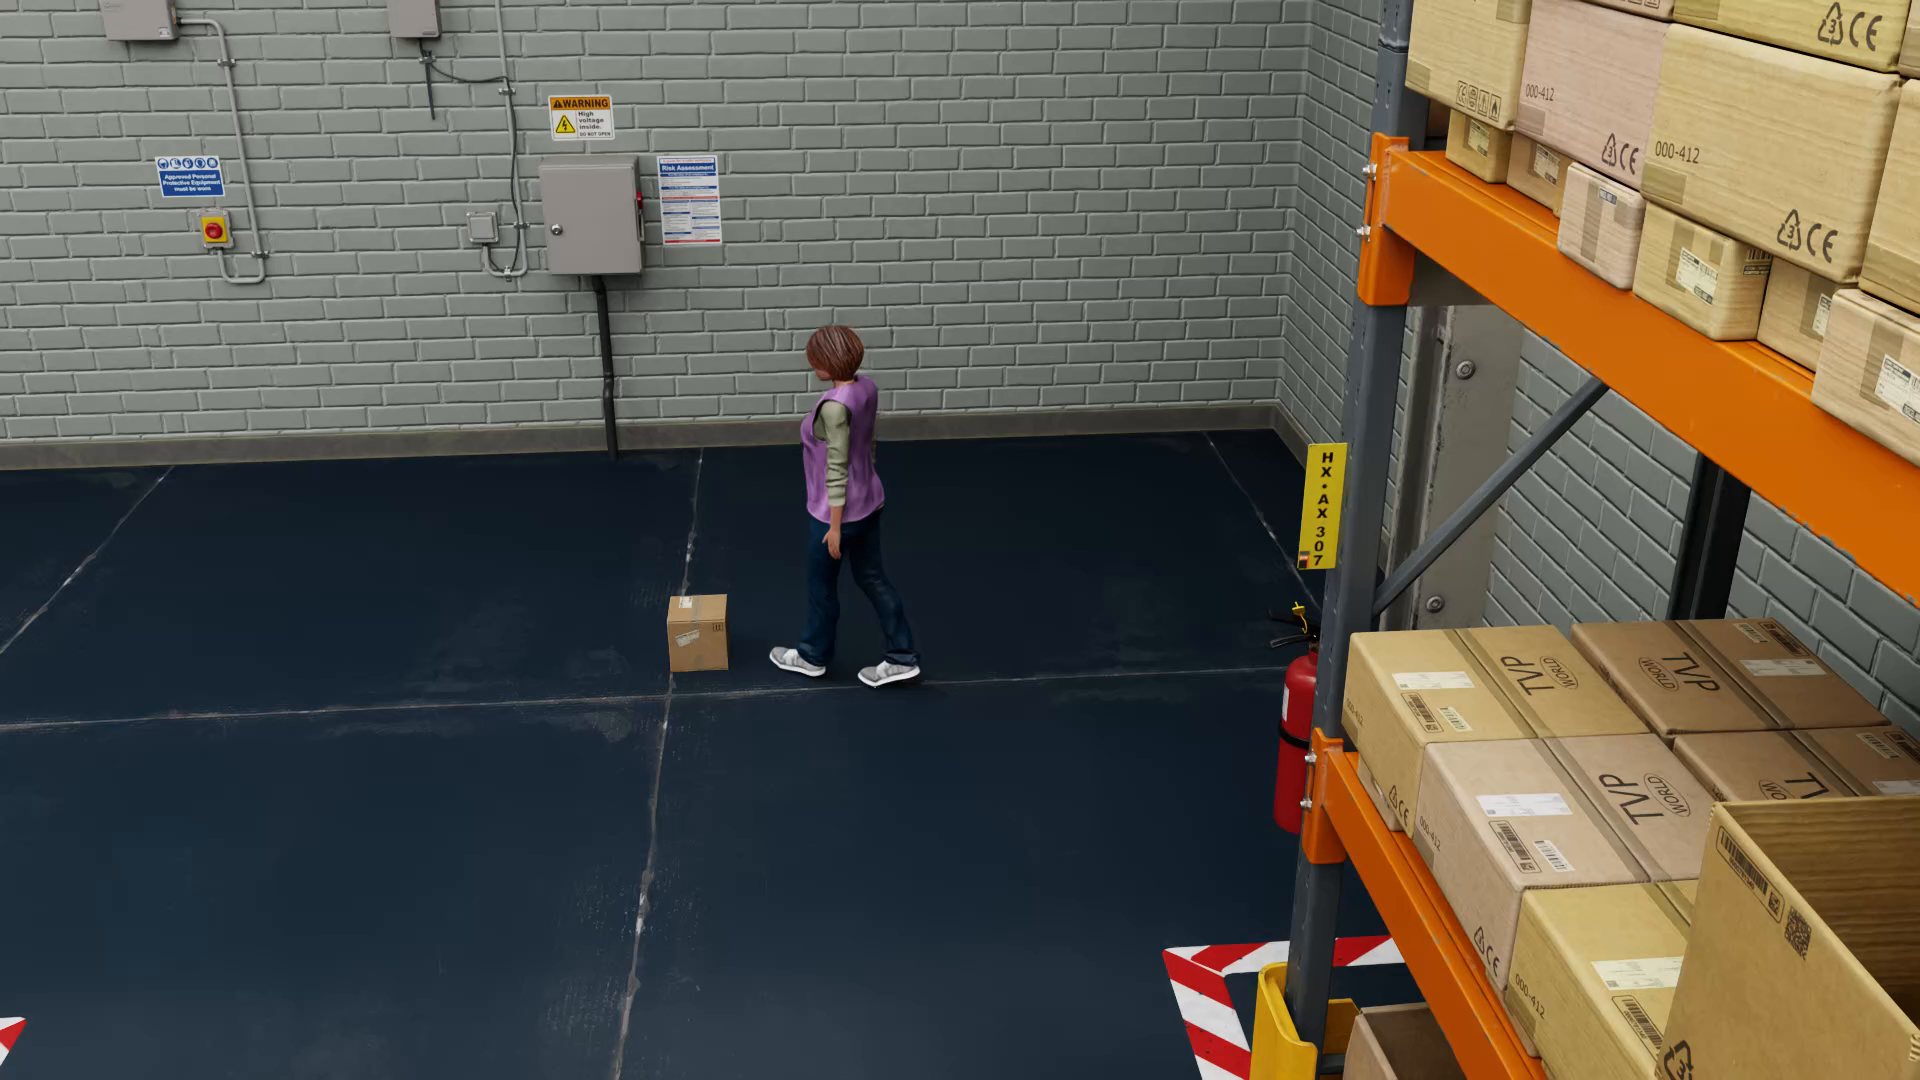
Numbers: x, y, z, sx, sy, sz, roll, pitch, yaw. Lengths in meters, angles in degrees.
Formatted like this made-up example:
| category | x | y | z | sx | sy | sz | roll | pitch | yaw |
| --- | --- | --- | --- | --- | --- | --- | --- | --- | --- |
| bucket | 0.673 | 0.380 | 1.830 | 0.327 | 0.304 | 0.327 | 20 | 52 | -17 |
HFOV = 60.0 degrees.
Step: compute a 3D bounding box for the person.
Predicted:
| category | x | y | z | sx | sy | sz | roll | pitch | yaw |
| --- | --- | --- | --- | --- | --- | --- | --- | --- | --- |
| person | -0.510 | -0.127 | 6.888 | 0.694 | 1.585 | 0.428 | 9 | 26 | 20 |
